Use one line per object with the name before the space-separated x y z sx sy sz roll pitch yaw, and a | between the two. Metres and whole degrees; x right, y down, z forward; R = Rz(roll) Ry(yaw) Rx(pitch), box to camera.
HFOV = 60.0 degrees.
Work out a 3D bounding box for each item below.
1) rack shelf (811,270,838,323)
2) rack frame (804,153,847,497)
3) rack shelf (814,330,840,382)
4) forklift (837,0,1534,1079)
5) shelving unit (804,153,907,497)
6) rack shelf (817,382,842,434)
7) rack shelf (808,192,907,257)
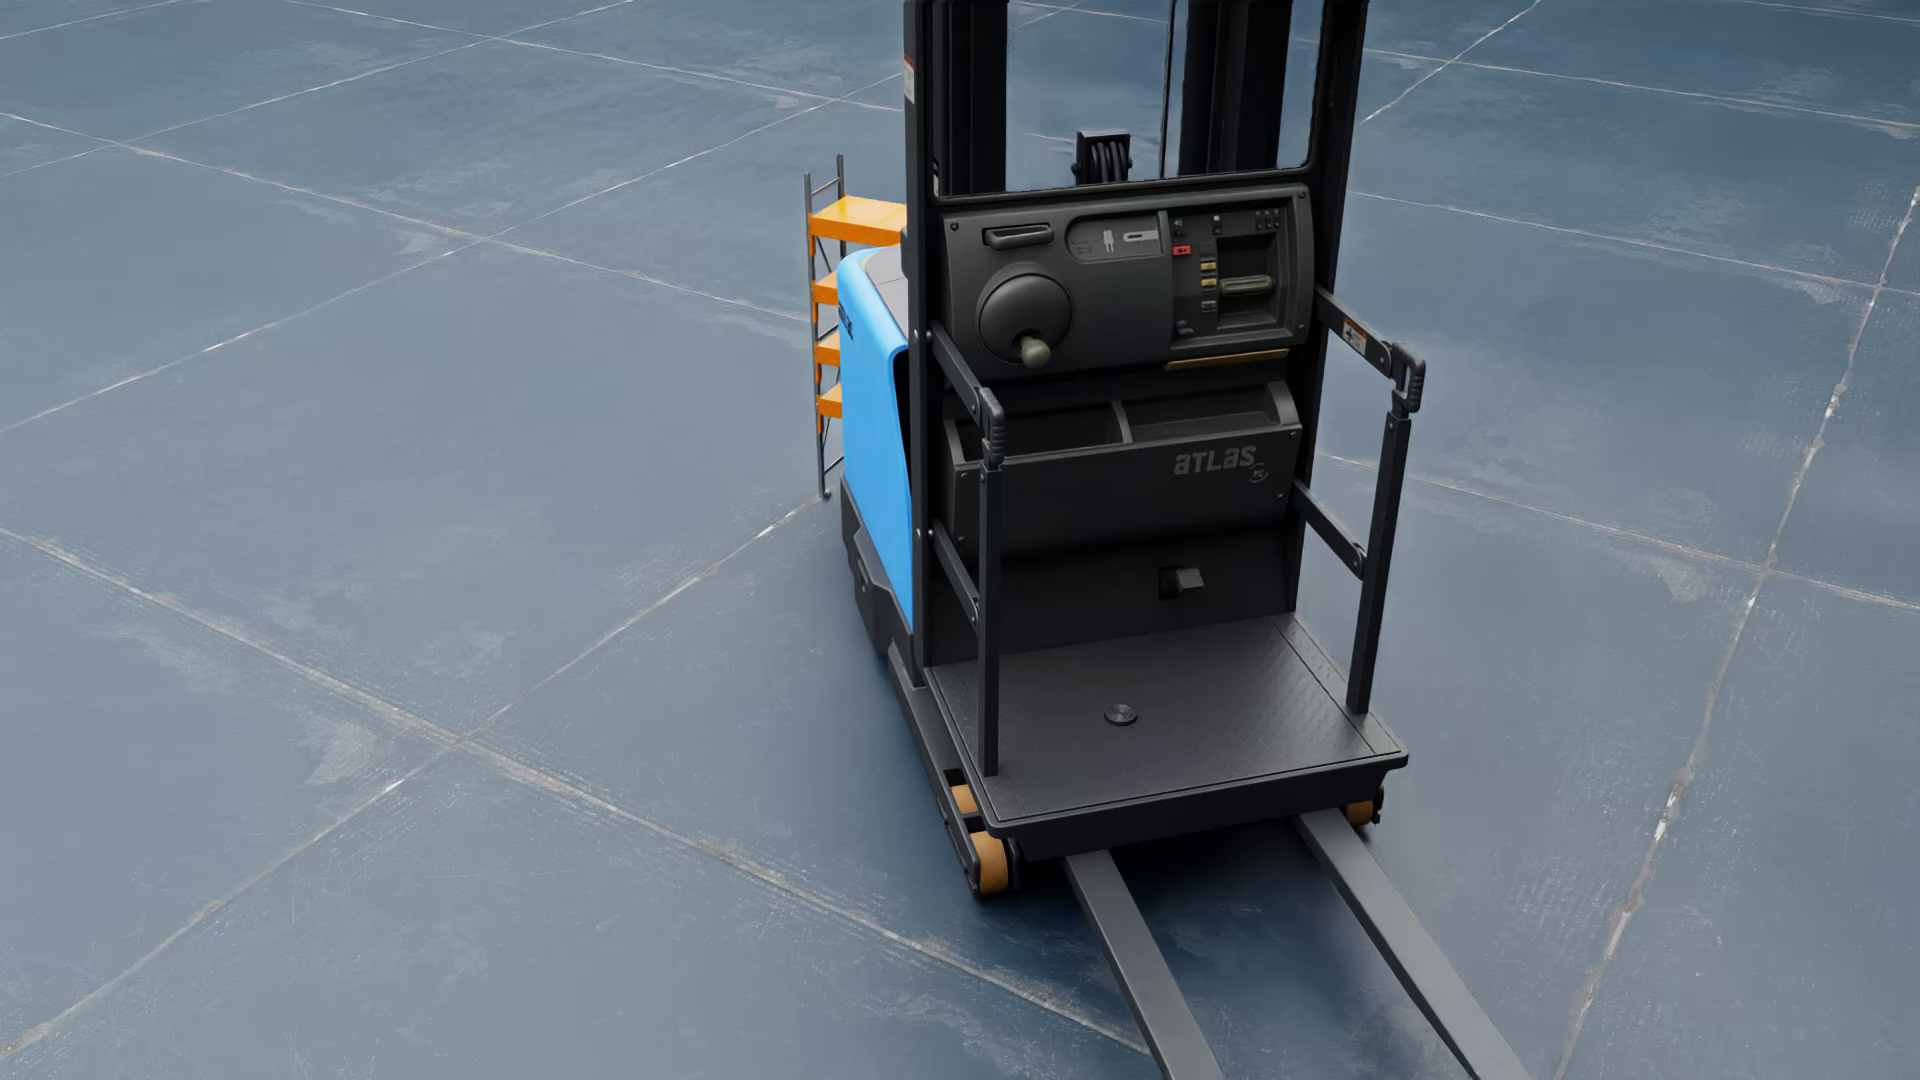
rack shelf | -0.231 -0.810 5.638 0.480 0.148 0.258 13 33 22
rack frame | -0.451 -0.728 5.807 0.015 1.200 0.240 13 33 22
rack shelf | -0.231 -0.617 5.751 0.480 0.148 0.258 13 33 22
forklift | 0.476 -0.585 3.844 1.130 2.935 3.031 -8 31 -13
shelving unit | -0.231 -0.675 5.717 0.503 1.200 0.258 13 33 22
rack shelf | -0.231 -0.446 5.851 0.480 0.148 0.258 13 33 22
rack shelf | -0.231 -1.015 5.519 0.480 0.148 0.258 13 33 22
